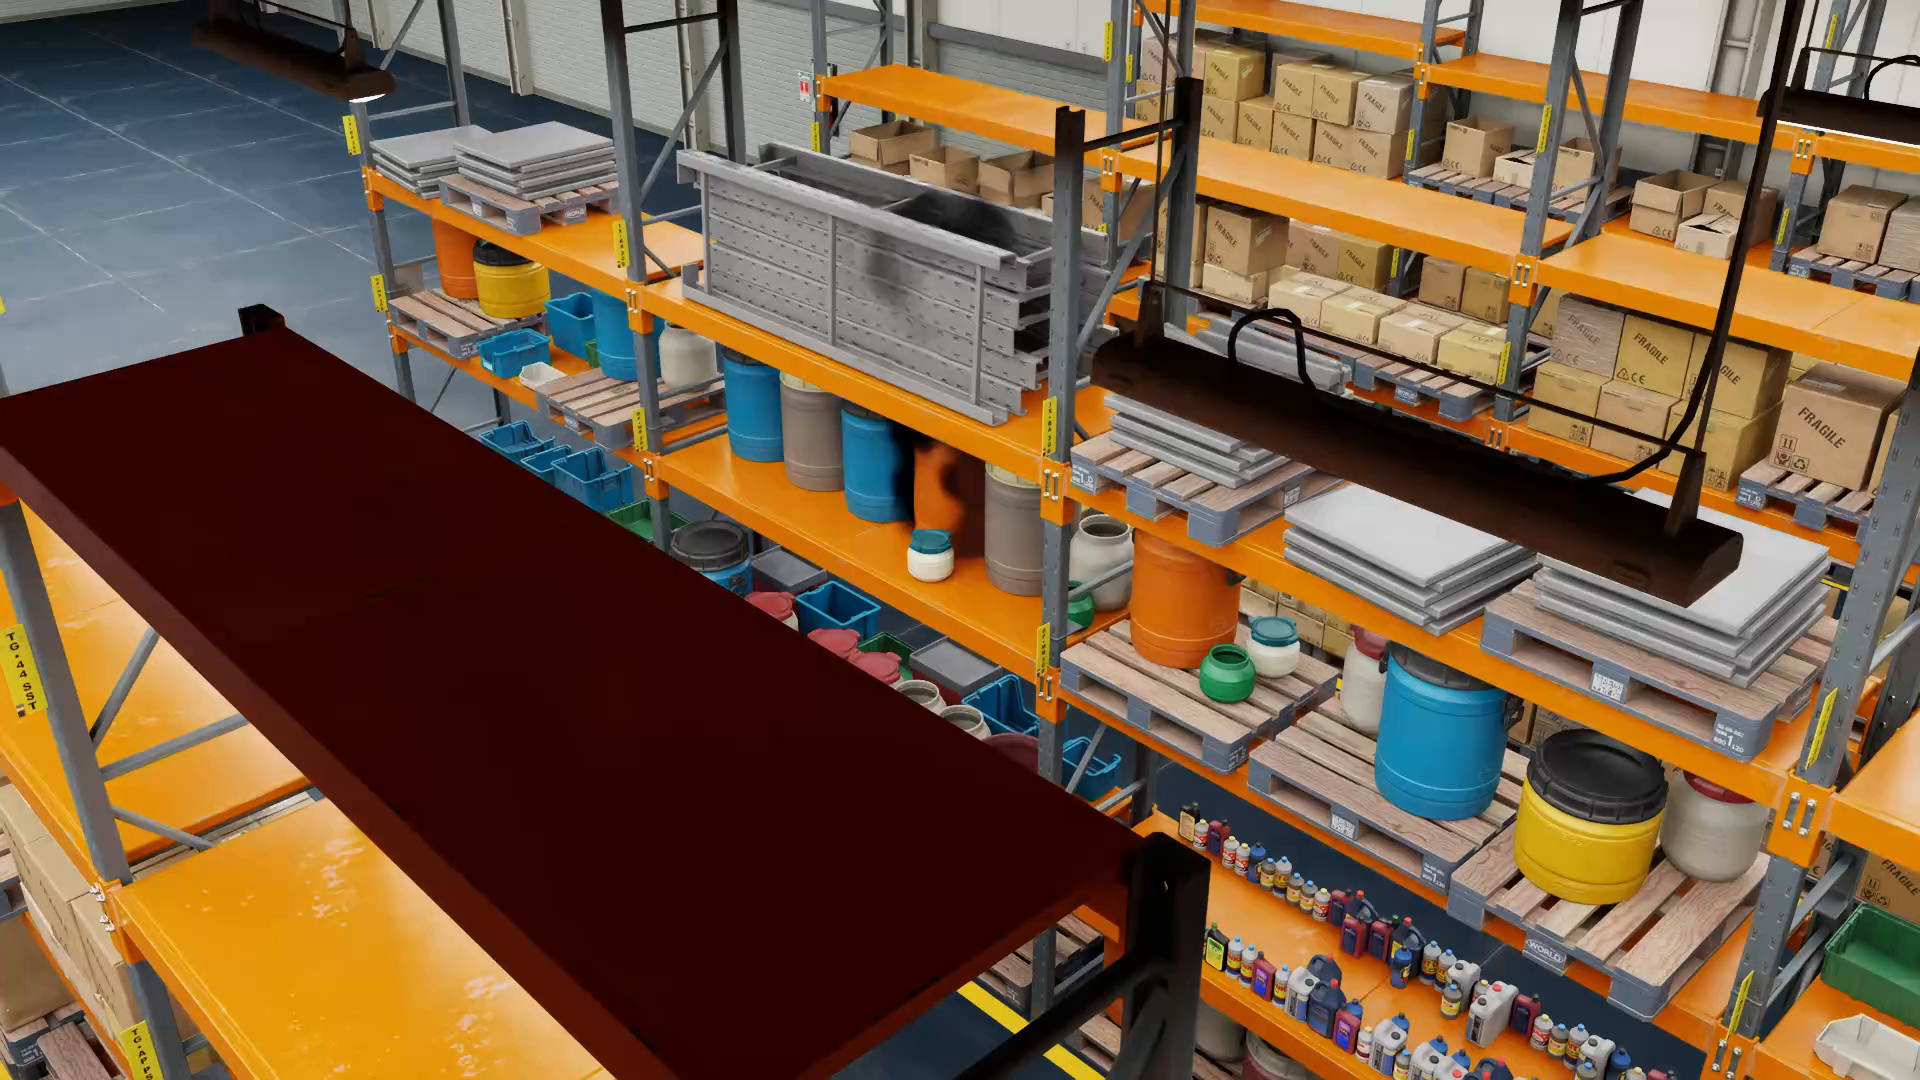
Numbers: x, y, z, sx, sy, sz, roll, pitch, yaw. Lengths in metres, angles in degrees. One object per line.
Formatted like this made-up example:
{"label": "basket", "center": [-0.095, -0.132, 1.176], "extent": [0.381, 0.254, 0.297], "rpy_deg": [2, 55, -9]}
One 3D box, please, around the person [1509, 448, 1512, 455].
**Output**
{"label": "person", "center": [5.102, -0.396, 15.958], "extent": [0.594, 1.549, 0.537], "rpy_deg": [24, 36, 37]}
